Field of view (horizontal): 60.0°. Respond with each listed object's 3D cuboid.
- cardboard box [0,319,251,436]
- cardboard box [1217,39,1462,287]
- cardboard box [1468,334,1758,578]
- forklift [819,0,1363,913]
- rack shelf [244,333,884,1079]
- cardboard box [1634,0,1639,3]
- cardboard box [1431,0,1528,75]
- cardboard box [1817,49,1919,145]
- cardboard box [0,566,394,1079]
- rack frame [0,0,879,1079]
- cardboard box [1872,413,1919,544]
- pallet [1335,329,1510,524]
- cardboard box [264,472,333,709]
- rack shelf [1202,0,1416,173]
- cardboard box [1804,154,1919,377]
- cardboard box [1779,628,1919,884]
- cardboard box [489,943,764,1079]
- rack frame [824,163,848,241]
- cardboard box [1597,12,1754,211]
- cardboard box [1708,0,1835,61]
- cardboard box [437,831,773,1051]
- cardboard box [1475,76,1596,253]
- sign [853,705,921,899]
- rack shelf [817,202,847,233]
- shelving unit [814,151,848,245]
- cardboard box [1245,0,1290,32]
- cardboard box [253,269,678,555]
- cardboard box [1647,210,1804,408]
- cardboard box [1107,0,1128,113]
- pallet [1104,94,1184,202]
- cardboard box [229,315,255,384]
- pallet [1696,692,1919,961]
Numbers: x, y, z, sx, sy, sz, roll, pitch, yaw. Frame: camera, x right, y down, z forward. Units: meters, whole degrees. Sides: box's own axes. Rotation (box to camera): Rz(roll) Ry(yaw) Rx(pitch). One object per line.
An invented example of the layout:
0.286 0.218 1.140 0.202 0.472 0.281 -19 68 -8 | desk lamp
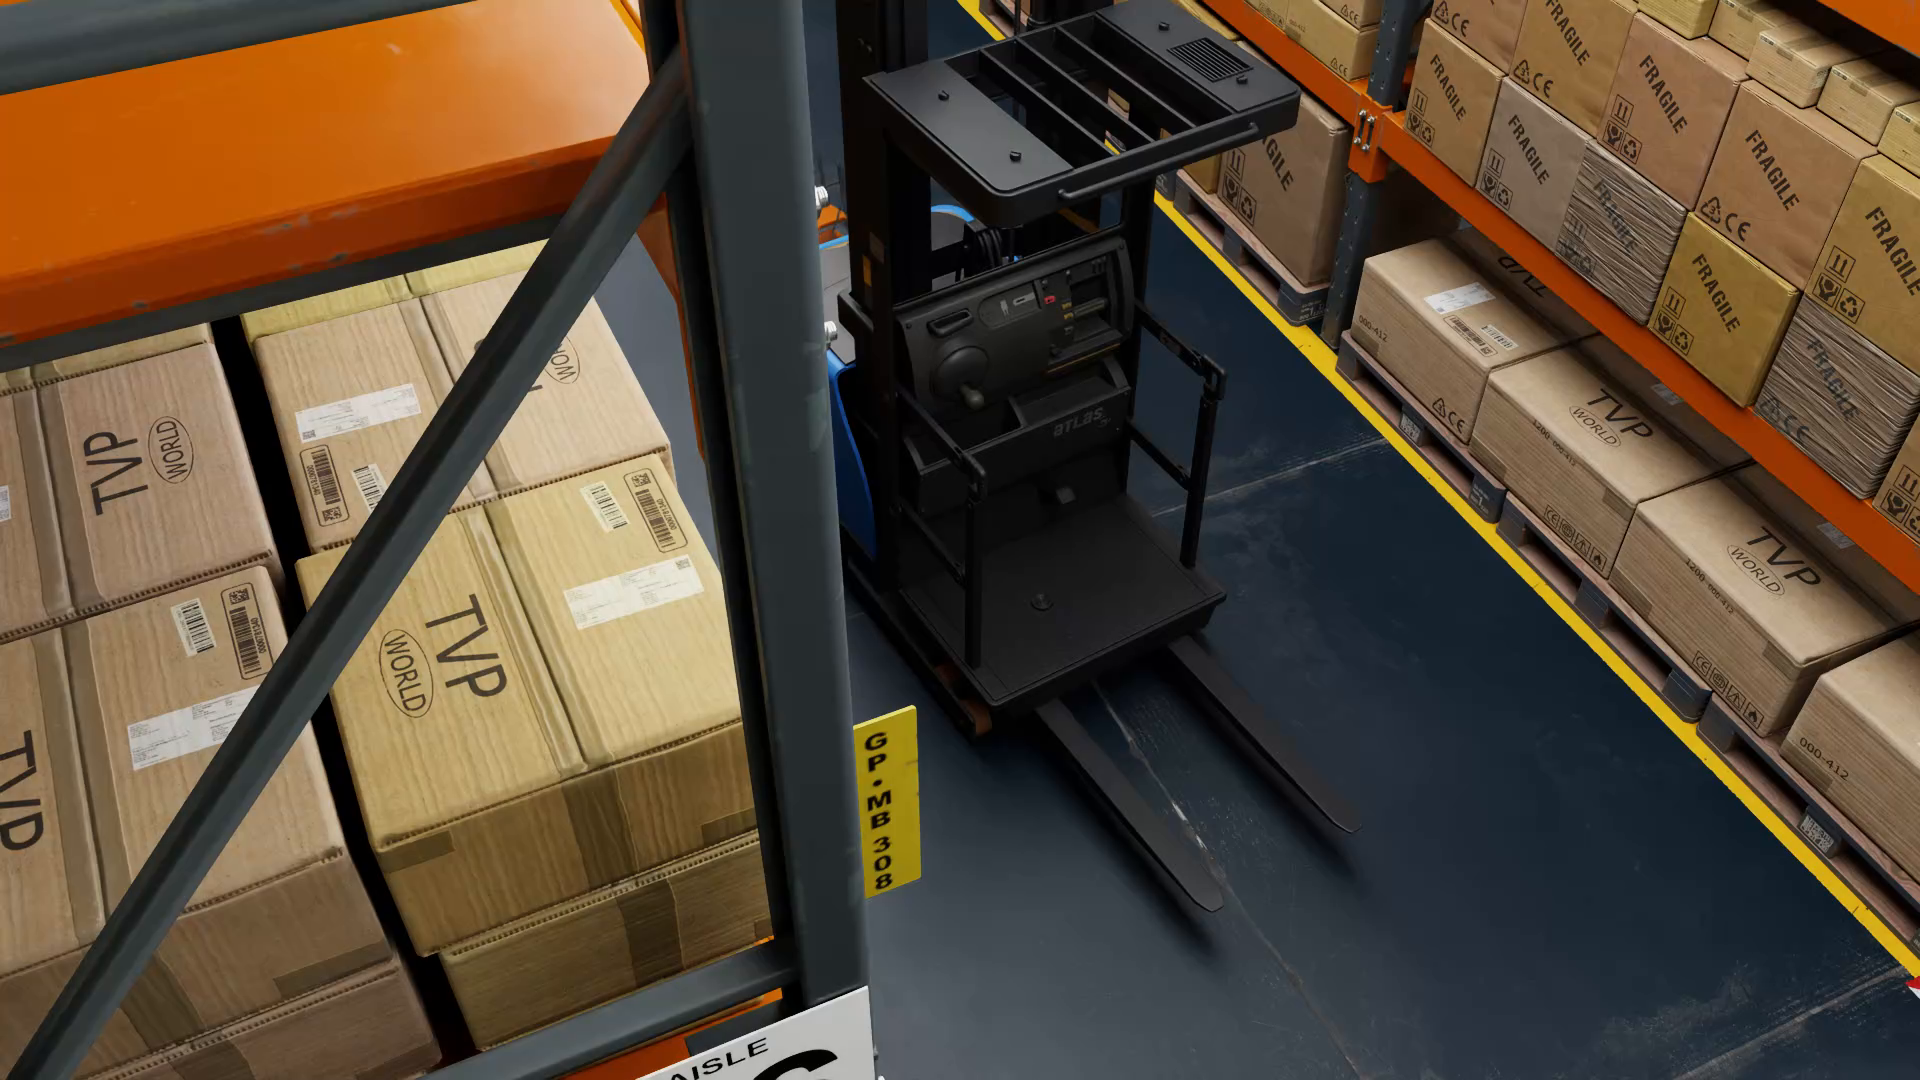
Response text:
-1.470 -0.306 2.696 0.500 0.250 0.500 -18 47 -17 | cardboard box
1.901 -1.932 8.155 0.875 0.875 0.875 -17 47 -16 | cardboard box
2.778 -0.402 6.916 0.875 0.438 0.875 -19 48 -19 | cardboard box
0.328 -0.670 5.711 1.130 2.935 3.031 -23 49 -22 | forklift
-1.427 -0.236 3.599 1.077 0.370 4.000 -18 47 -17 | rack shelf
2.448 -2.026 5.792 0.380 0.149 0.250 -18 47 -18 | cardboard box
2.215 -2.183 6.413 0.500 0.500 0.500 -18 47 -17 | cardboard box
2.904 -1.380 5.136 0.380 0.149 0.250 -17 47 -16 | cardboard box
-1.026 0.351 2.031 0.500 0.250 0.500 -19 48 -19 | cardboard box
-0.586 -0.285 1.001 1.000 3.000 0.127 -18 47 -17 | rack frame
3.276 -0.207 5.122 0.500 0.500 0.500 -19 48 -18 | cardboard box
2.483 -0.667 7.644 1.003 0.211 1.213 -18 47 -17 | pallet
-1.246 0.204 2.536 0.500 0.250 0.500 -18 47 -17 | cardboard box
1.393 -3.185 8.724 1.077 0.370 4.000 -18 47 -17 | rack shelf
3.046 -0.887 5.099 0.500 0.500 0.500 -18 47 -18 | cardboard box
3.548 0.754 5.745 0.875 0.438 0.875 -20 48 -19 | cardboard box
-0.509 0.600 2.418 0.380 0.149 0.250 -17 47 -17 | cardboard box
-0.540 -1.053 7.296 0.240 1.200 0.006 -24 38 -23 | rack frame
2.626 -1.530 5.751 0.500 0.500 0.500 -17 47 -17 | cardboard box
2.714 -1.712 5.474 0.380 0.149 0.250 -18 47 -18 | cardboard box
-0.525 0.367 2.371 0.500 0.250 0.500 -19 48 -18 | cardboard box
2.402 -1.504 6.437 0.500 0.500 0.500 -18 47 -17 | cardboard box
-0.094 0.311 1.910 0.100 0.325 0.005 -18 47 -17 | sign
-0.621 -1.350 7.182 0.258 0.103 0.180 -24 38 -23 | rack shelf
-0.588 -1.093 7.362 0.258 1.200 0.189 -24 38 -23 | shelving unit
1.604 -2.650 7.776 0.500 0.250 0.500 -19 48 -18 | cardboard box
-0.742 -0.134 2.523 0.500 0.250 0.500 -18 47 -18 | cardboard box
2.822 -0.857 5.781 0.500 0.500 0.500 -17 47 -16 | cardboard box
1.138 -3.075 9.313 0.875 0.875 0.875 -17 47 -17 | cardboard box
1.324 -2.422 9.424 1.003 0.211 1.213 -18 47 -17 | pallet
-1.673 -0.445 3.193 0.500 0.250 0.500 -17 47 -16 | cardboard box
3.509 0.888 6.068 1.003 0.211 1.213 -18 47 -17 | pallet
